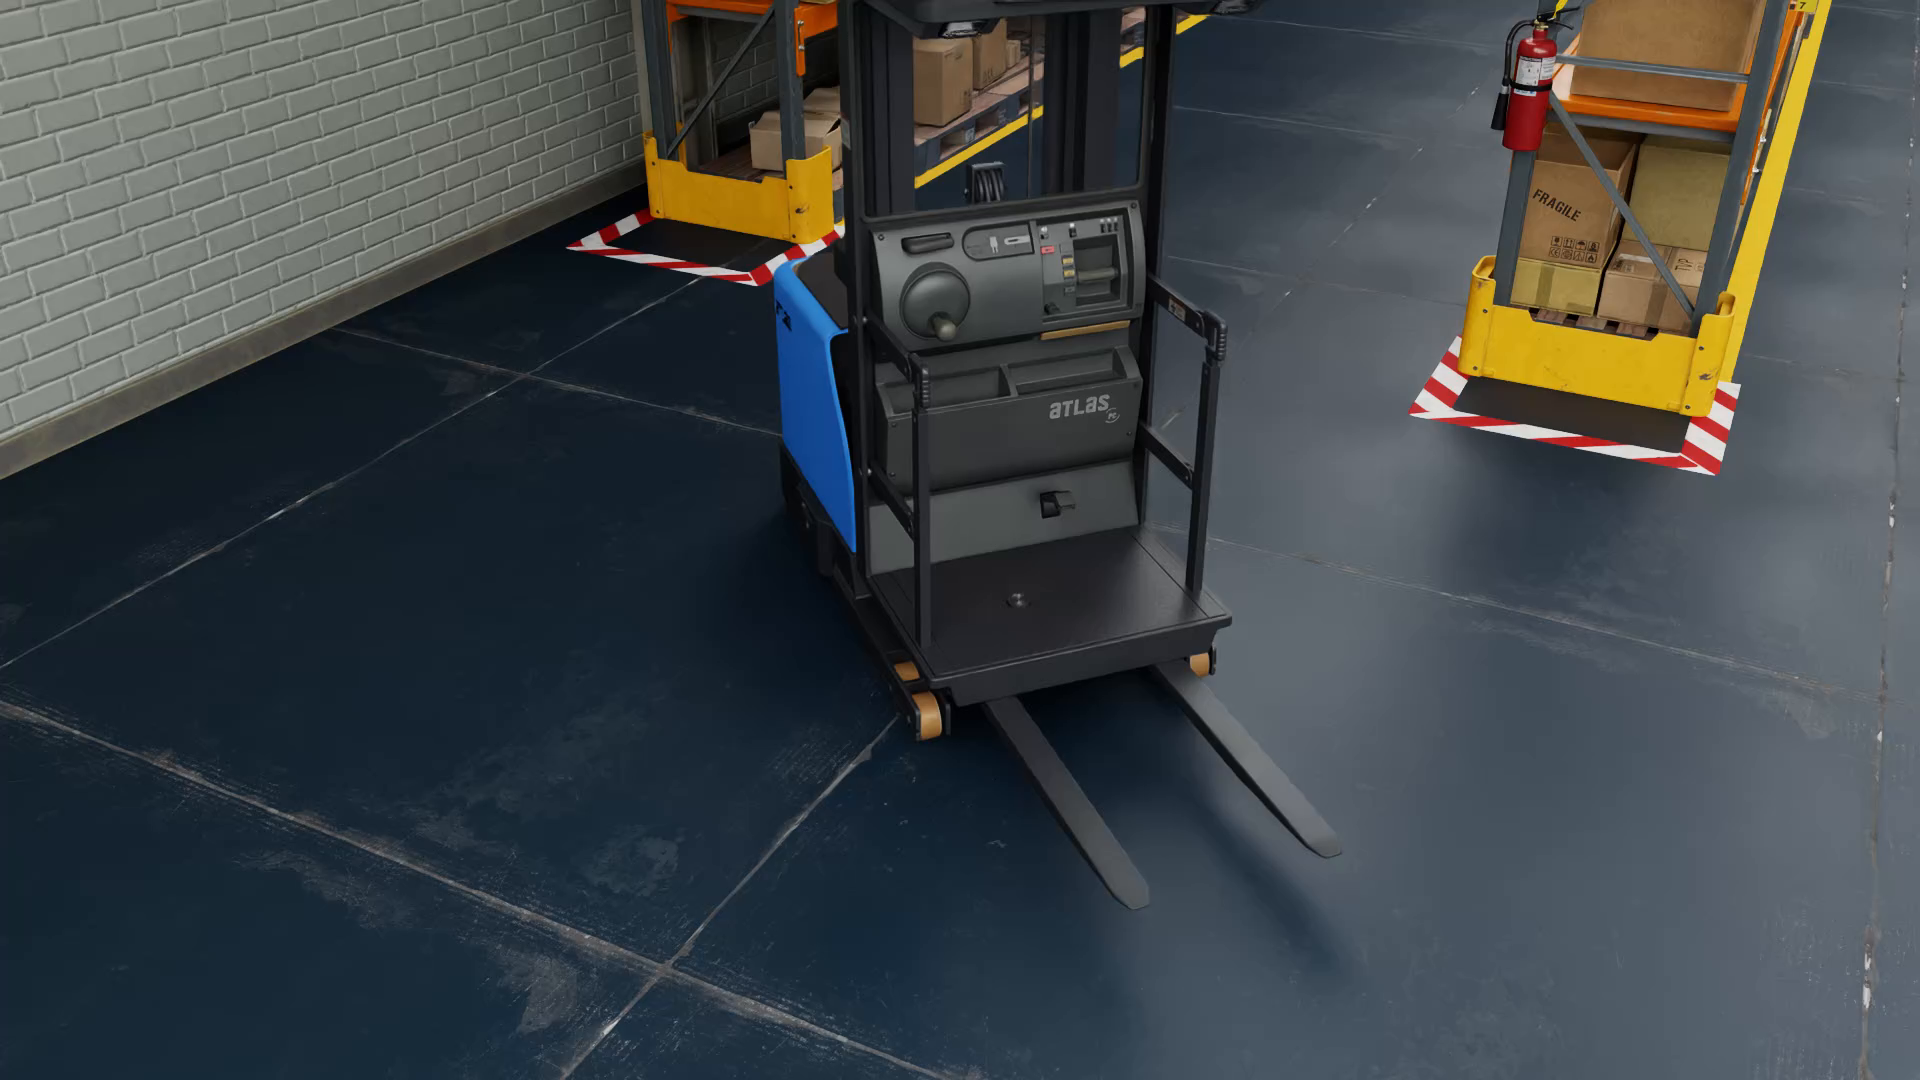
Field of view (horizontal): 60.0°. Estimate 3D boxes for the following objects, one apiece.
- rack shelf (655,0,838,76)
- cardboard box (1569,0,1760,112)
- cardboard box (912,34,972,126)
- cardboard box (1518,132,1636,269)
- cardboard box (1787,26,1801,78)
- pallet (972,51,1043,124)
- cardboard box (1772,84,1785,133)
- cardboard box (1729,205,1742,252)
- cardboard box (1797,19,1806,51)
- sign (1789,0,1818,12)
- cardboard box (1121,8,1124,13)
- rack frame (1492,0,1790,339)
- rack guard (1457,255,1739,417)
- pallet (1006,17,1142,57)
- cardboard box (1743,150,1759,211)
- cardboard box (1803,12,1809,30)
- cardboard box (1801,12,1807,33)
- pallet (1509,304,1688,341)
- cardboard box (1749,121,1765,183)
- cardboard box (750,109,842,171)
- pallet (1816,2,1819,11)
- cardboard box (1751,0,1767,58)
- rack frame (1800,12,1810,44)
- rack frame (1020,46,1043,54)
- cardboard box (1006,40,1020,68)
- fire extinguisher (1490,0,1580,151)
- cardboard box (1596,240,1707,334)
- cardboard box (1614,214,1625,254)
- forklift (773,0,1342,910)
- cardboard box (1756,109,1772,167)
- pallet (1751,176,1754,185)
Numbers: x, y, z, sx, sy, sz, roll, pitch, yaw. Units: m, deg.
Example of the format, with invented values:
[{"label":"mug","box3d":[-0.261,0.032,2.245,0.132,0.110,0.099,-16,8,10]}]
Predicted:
[{"label":"rack shelf","box3d":[-0.456,-3.779,11.041,1.077,0.370,4.000,14,33,23]},{"label":"cardboard box","box3d":[3.268,-2.329,7.694,0.700,0.500,0.500,14,33,23]},{"label":"cardboard box","box3d":[-0.333,-3.164,11.316,0.700,0.500,0.500,12,32,20]},{"label":"cardboard box","box3d":[3.024,-1.702,8.288,0.500,0.500,0.500,14,33,23]},{"label":"cardboard box","box3d":[5.509,-3.436,11.497,0.500,0.311,0.500,14,33,23]},{"label":"pallet","box3d":[0.181,-3.462,12.567,1.003,0.211,1.213,14,33,23]},{"label":"cardboard box","box3d":[5.271,-2.968,11.245,0.500,0.250,0.500,13,33,22]},{"label":"cardboard box","box3d":[3.939,-1.703,9.043,0.500,0.250,0.500,14,33,23]},{"label":"cardboard box","box3d":[6.203,-3.878,12.831,0.500,0.250,0.500,15,33,24]},{"label":"sign","box3d":[3.536,-2.363,6.904,0.100,0.325,0.005,14,33,23]},{"label":"cardboard box","box3d":[0.966,-4.655,13.912,0.700,0.500,0.500,14,33,22]},{"label":"rack frame","box3d":[3.044,-2.082,7.363,1.000,3.000,0.127,14,33,23]},{"label":"rack guard","box3d":[3.033,-0.987,7.967,1.175,0.500,0.348,14,33,23]},{"label":"pallet","box3d":[0.808,-4.114,13.701,1.003,0.211,1.213,14,33,23]},{"label":"cardboard box","box3d":[4.399,-2.145,9.813,0.500,0.250,0.500,14,33,23]},{"label":"cardboard box","box3d":[6.666,-4.330,13.617,0.500,0.250,0.500,15,33,24]},{"label":"cardboard box","box3d":[5.976,-3.897,12.300,0.500,0.311,0.500,15,33,25]},{"label":"pallet","box3d":[3.356,-1.221,8.665,1.003,0.211,1.213,14,33,23]},{"label":"cardboard box","box3d":[4.172,-2.249,9.240,0.500,0.500,0.500,14,33,23]},{"label":"cardboard box","box3d":[-0.972,-2.515,10.376,0.500,0.311,0.500,11,32,18]},{"label":"pallet","box3d":[7.619,-5.280,15.733,1.003,0.211,1.213,14,33,23]},{"label":"cardboard box","box3d":[3.735,-2.782,8.482,0.700,0.500,0.500,15,33,24]},{"label":"rack frame","box3d":[6.689,-5.629,13.539,1.000,3.000,0.127,14,33,23]},{"label":"rack frame","box3d":[0.455,-4.977,12.405,1.000,3.000,0.127,14,33,23]},{"label":"cardboard box","box3d":[0.238,-3.696,12.577,0.380,0.166,0.250,10,31,17]},{"label":"fire extinguisher","box3d":[2.577,-2.101,7.475,0.296,0.674,0.183,14,33,23]},{"label":"cardboard box","box3d":[3.487,-1.259,8.270,0.500,0.250,0.500,14,33,23]},{"label":"cardboard box","box3d":[3.243,-1.601,8.865,0.500,0.250,0.500,14,33,23]},{"label":"forklift","box3d":[0.249,-0.832,5.255,1.130,2.935,3.031,-11,32,-18]},{"label":"cardboard box","box3d":[4.850,-2.590,10.587,0.500,0.250,0.500,14,33,23]},{"label":"pallet","box3d":[4.467,-2.303,10.548,1.003,0.211,1.213,14,33,23]}]
